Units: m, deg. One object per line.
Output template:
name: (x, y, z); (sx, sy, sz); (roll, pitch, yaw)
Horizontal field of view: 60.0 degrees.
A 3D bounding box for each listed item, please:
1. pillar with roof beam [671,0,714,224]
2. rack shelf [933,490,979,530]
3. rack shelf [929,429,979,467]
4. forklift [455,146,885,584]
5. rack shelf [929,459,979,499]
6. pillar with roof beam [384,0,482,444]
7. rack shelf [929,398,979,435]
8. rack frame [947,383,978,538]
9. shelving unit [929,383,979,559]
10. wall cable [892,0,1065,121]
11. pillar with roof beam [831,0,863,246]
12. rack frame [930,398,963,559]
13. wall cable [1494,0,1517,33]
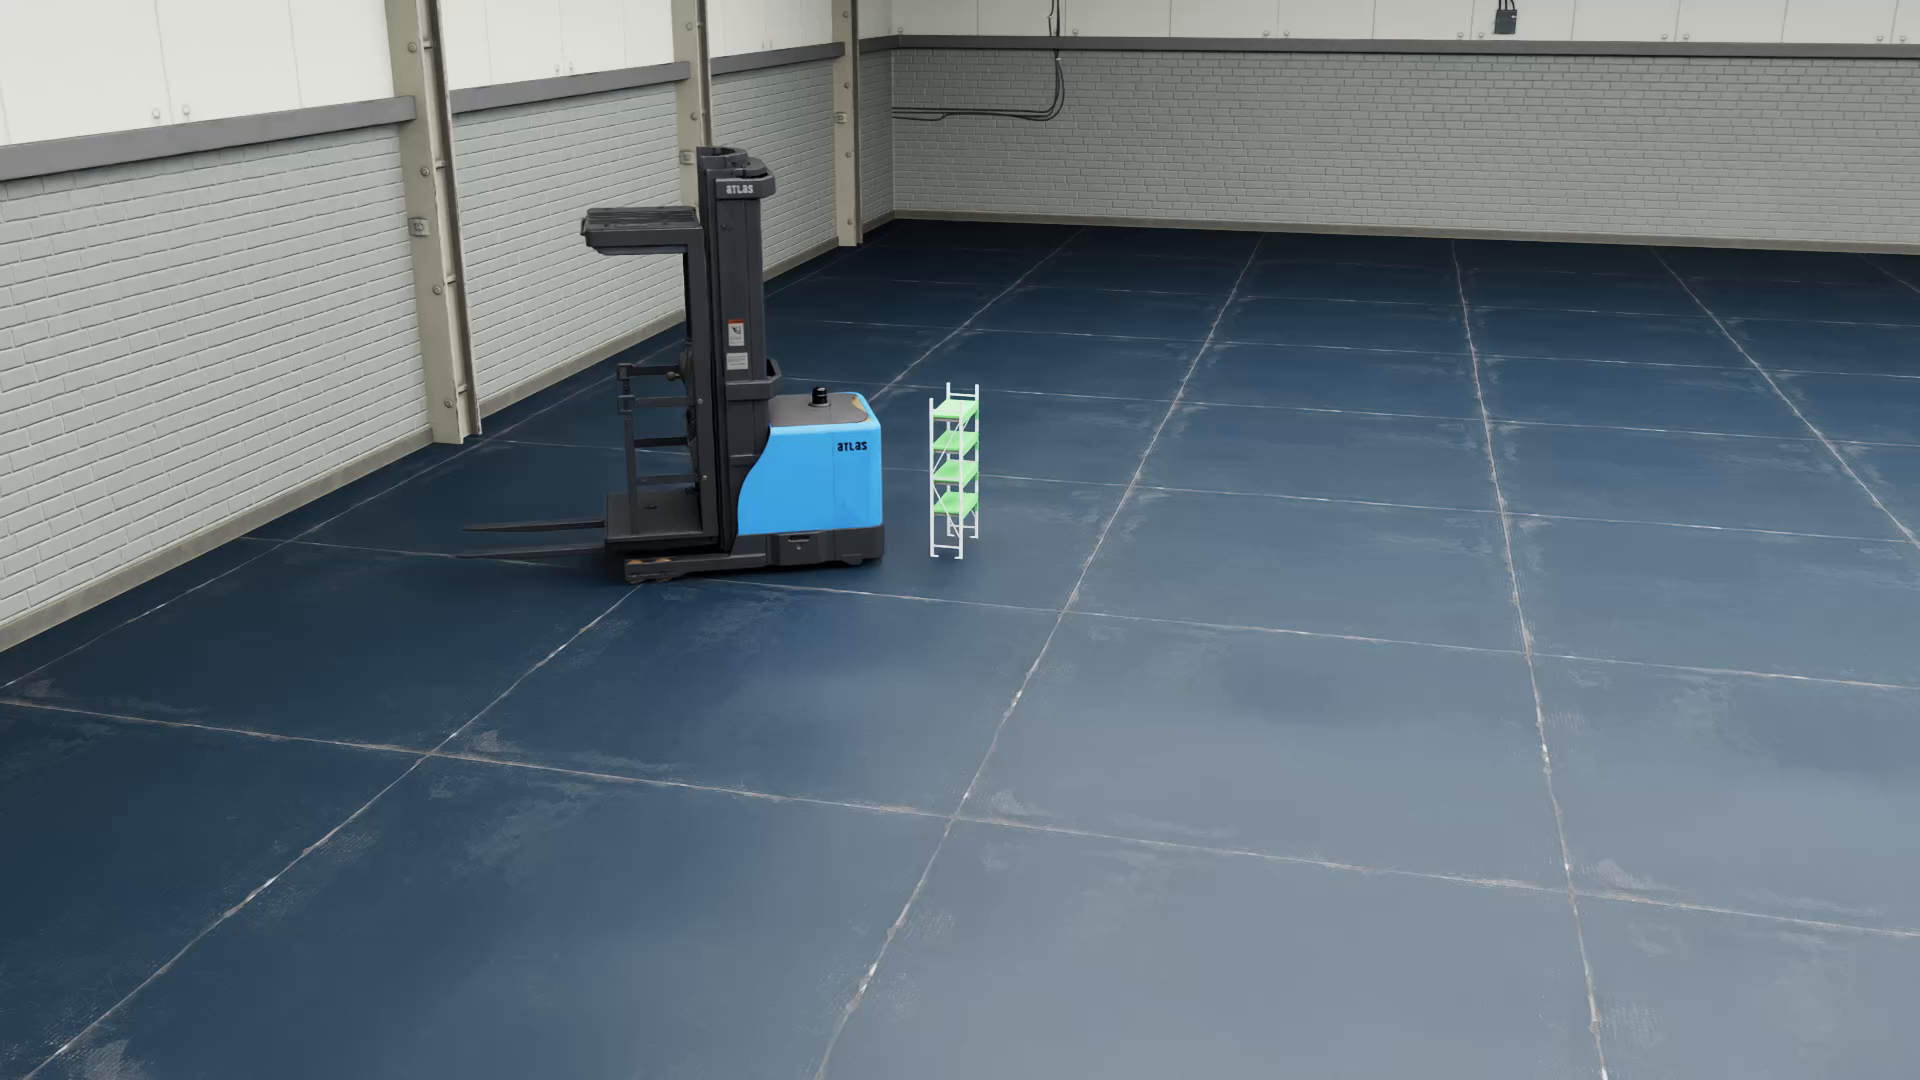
pillar with roof beam: (0.953, -6.754, 18.540); (9.100, 9.000, 0.400); (5, 19, 13)
rack shelf: (-0.040, -0.228, 12.440); (0.258, 0.148, 0.480); (5, 19, 13)
rack shelf: (-0.040, -0.683, 12.285); (0.258, 0.148, 0.480); (5, 19, 13)
forklift: (-2.121, -1.263, 11.850); (3.031, 2.935, 1.130); (-4, 19, -11)
rack shelf: (-0.040, -0.455, 12.362); (0.258, 0.148, 0.480); (5, 19, 13)
pillar with roof beam: (-0.513, -4.874, 13.034); (9.100, 9.000, 0.400); (5, 19, 13)
rack shelf: (-0.040, -0.910, 12.207); (0.258, 0.148, 0.480); (5, 19, 13)
rack frame: (0.019, -0.592, 12.566); (0.240, 1.200, 0.015); (5, 19, 13)
shelving unit: (-0.040, -0.516, 12.342); (0.258, 1.200, 0.503); (5, 19, 13)
wall cable: (0.246, -8.324, 27.941); (3.097, 2.526, 0.112); (5, 19, 13)
pillar with roof beam: (2.419, -8.635, 24.046); (9.100, 9.000, 0.400); (5, 19, 13)
rack frame: (-0.100, -0.439, 12.118); (0.240, 1.200, 0.015); (5, 19, 13)
wall cable: (9.448, -10.649, 24.680); (2.305, 6.003, 0.169); (5, 19, 13)
